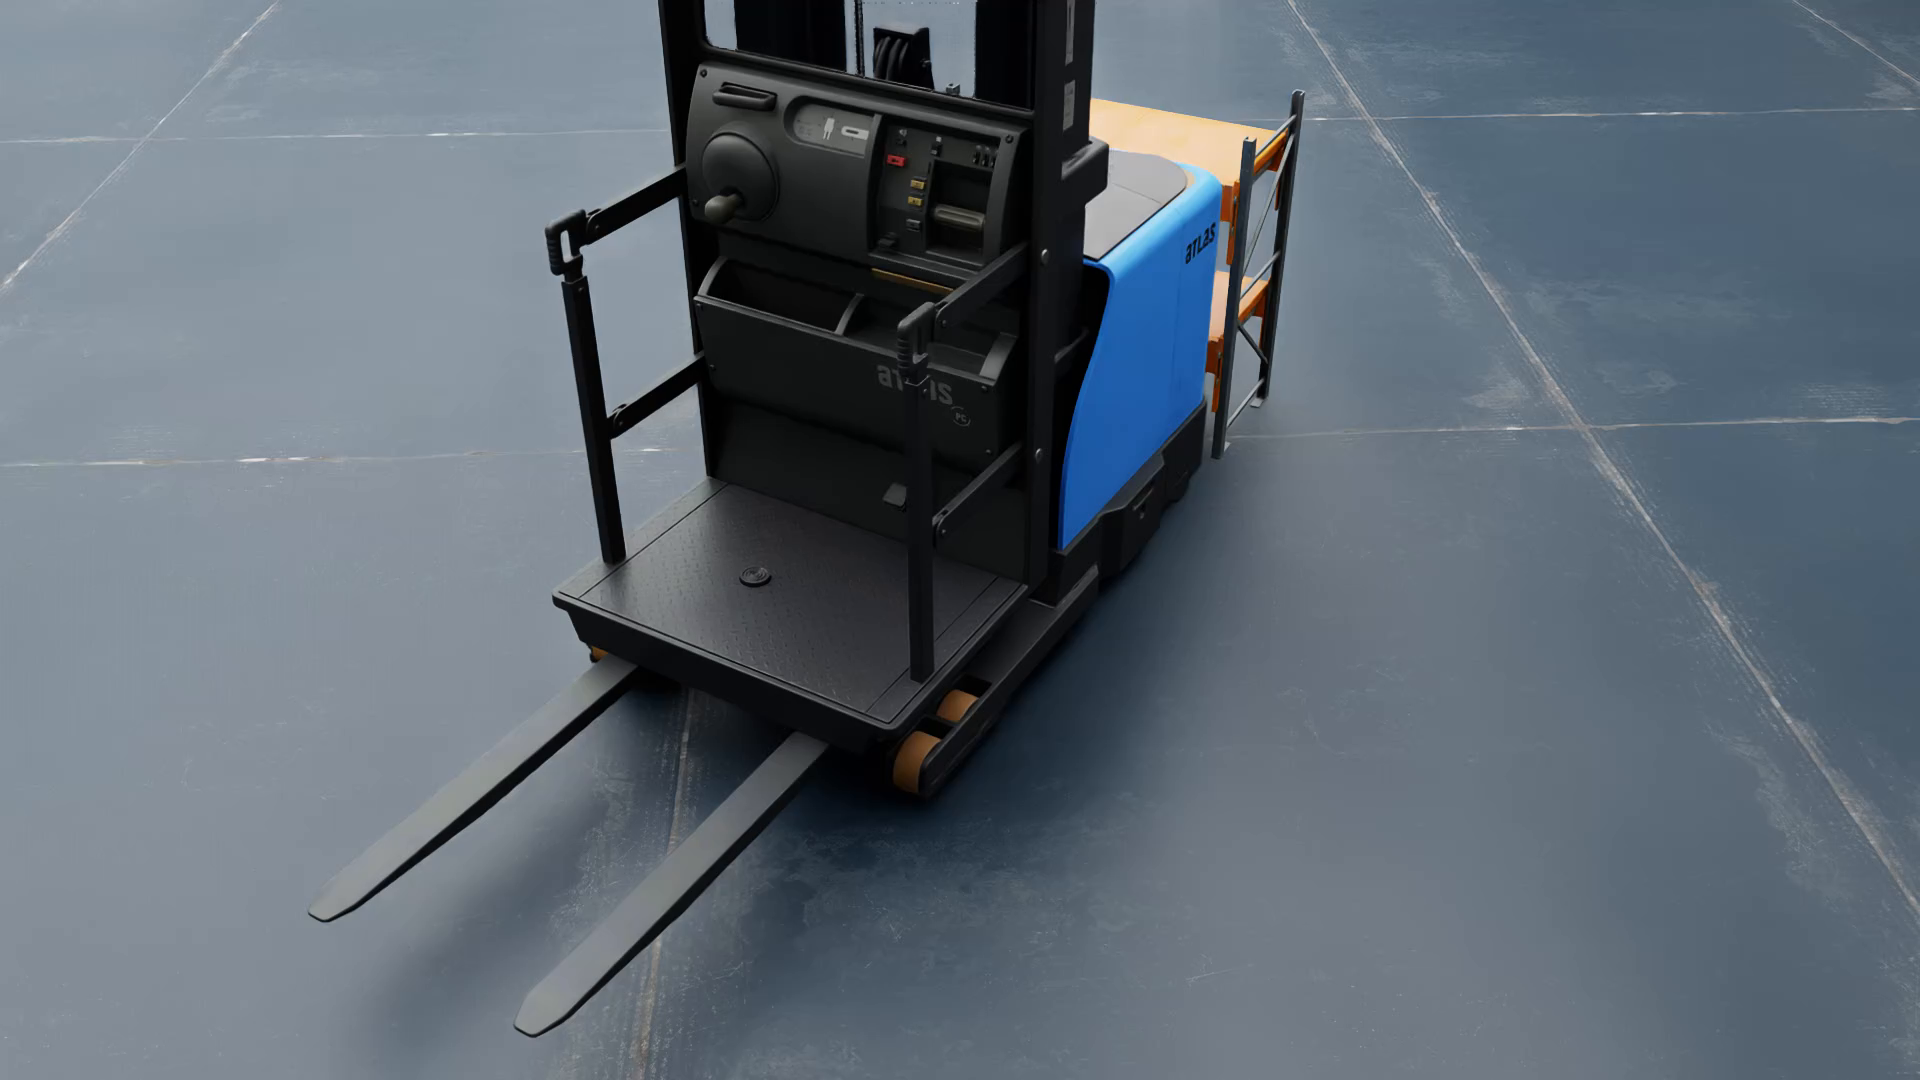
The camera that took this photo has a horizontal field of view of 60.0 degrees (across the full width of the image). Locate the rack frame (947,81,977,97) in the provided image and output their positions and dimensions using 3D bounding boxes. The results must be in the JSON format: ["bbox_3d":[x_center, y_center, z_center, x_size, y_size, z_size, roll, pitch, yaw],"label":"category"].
[{"bbox_3d":[0.087,-1.138,5.907,0.032,1.125,0.500,17,38,23],"label":"rack frame"}]

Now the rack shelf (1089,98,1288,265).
[{"bbox_3d":[0.536,-1.243,5.543,1.000,0.278,0.538,17,38,23],"label":"rack shelf"}]

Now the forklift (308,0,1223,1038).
[{"bbox_3d":[-0.385,-0.845,3.895,1.130,2.935,3.031,19,39,25],"label":"forklift"}]

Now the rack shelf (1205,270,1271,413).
[{"bbox_3d":[0.536,-0.801,5.849,1.000,0.278,0.538,17,38,23],"label":"rack shelf"}]

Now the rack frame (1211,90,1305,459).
[{"bbox_3d":[0.984,-0.866,5.513,0.032,1.125,0.500,17,38,23],"label":"rack frame"}]

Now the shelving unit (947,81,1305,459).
[{"bbox_3d":[0.536,-1.002,5.710,1.048,1.125,0.538,17,38,23],"label":"shelving unit"}]
